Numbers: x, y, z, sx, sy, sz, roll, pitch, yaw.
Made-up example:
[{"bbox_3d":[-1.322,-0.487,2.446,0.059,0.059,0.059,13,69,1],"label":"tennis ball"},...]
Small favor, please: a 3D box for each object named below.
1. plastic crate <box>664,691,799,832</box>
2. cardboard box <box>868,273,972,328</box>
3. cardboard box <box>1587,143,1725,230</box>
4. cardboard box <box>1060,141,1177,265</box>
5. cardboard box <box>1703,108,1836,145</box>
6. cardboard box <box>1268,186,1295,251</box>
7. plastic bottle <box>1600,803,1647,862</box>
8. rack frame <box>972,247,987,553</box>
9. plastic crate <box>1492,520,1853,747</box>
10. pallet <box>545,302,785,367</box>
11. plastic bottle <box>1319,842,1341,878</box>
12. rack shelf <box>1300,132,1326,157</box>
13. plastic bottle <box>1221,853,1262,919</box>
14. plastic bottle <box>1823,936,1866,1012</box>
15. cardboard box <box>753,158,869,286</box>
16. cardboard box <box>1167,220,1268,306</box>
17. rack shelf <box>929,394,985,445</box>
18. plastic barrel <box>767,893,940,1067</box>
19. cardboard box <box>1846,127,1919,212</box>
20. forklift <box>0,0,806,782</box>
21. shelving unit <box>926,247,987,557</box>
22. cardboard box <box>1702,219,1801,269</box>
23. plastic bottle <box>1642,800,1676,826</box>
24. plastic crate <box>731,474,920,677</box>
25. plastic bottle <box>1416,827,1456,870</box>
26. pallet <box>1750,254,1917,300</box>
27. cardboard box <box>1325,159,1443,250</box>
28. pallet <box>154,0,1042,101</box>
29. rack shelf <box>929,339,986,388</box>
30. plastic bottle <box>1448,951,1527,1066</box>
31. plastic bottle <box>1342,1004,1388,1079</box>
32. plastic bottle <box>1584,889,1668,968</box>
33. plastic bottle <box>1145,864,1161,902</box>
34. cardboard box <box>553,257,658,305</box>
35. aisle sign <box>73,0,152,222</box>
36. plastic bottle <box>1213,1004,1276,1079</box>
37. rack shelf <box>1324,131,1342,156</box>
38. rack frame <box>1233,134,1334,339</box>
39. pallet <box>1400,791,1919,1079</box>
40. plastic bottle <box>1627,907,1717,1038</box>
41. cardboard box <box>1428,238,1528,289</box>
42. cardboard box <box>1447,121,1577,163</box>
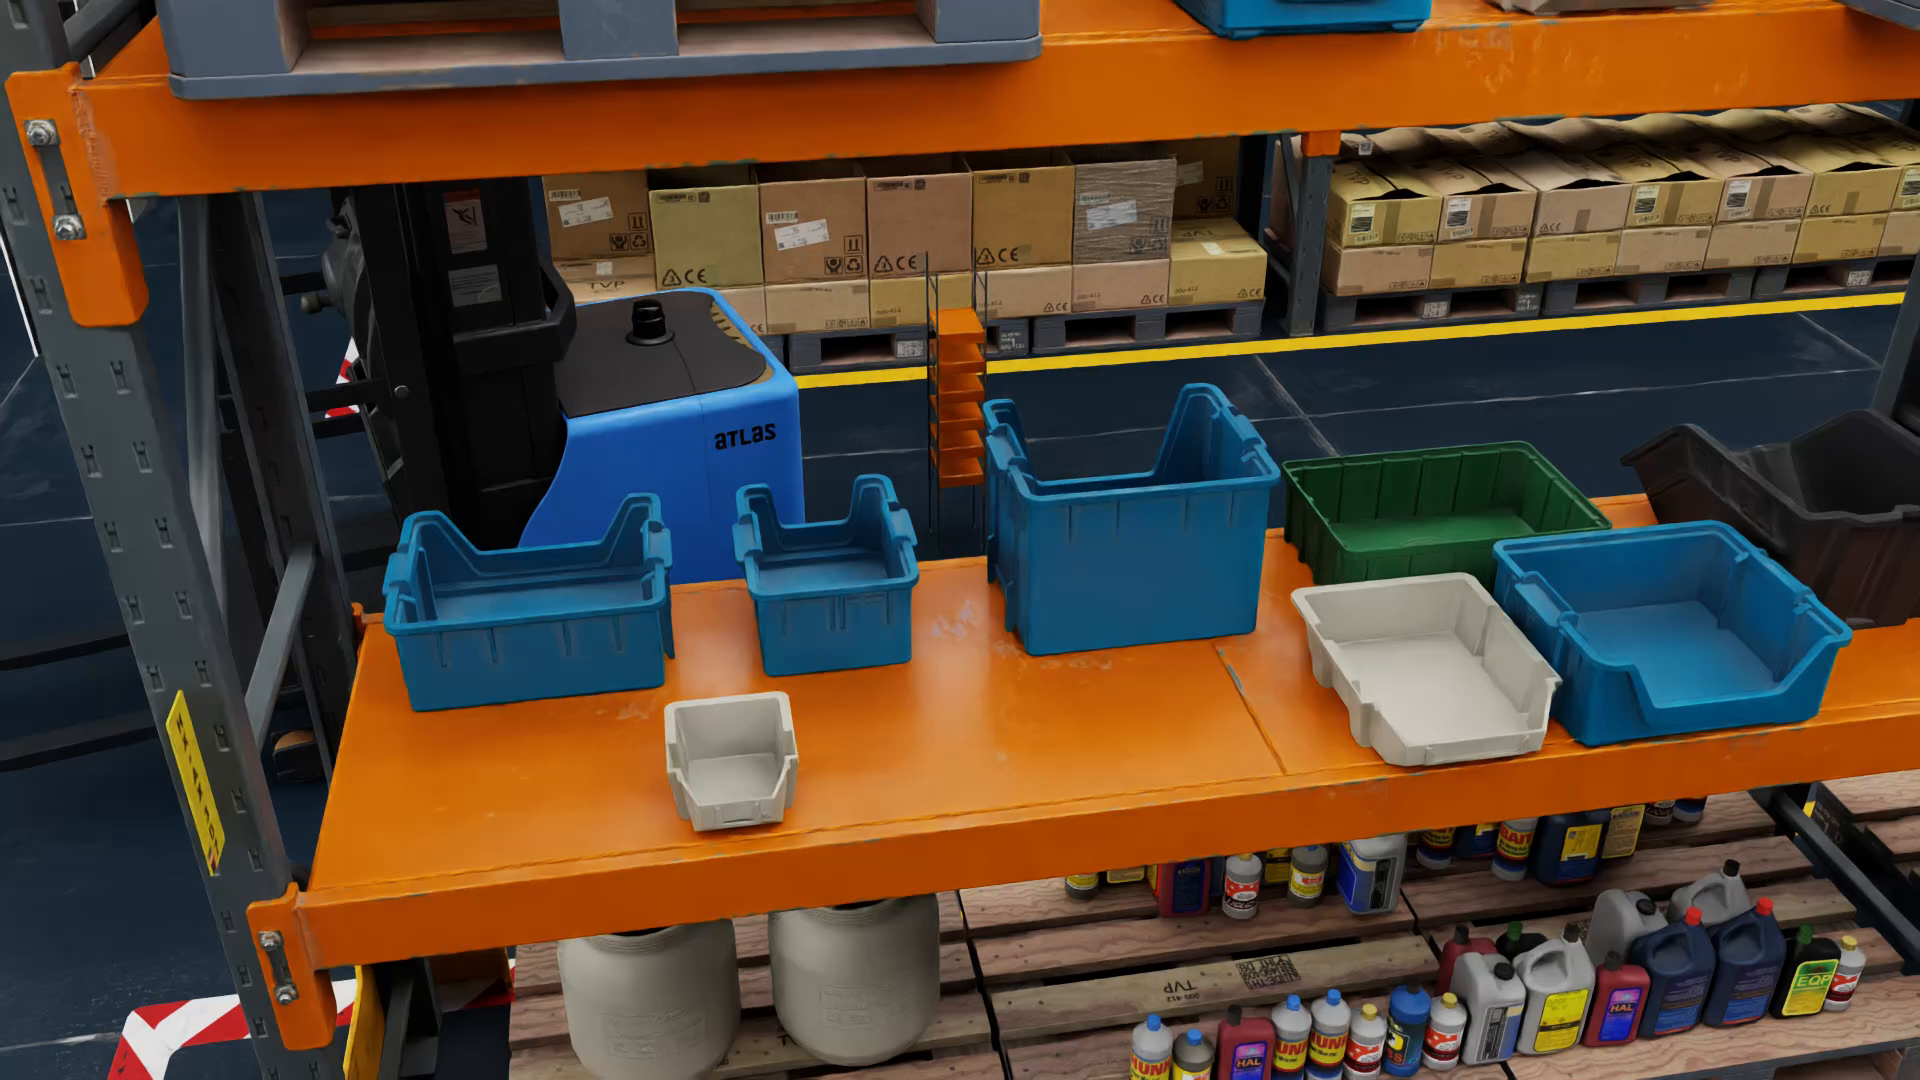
[{"bbox_3d":[-0.448,0.451,3.285,0.250,0.136,0.298,-5,31,-9],"label":"plastic crate"},{"bbox_3d":[-0.232,-1.282,8.269,0.500,0.250,0.500,-5,31,-9],"label":"cardboard box"},{"bbox_3d":[3.623,-1.869,8.714,0.500,0.311,0.500,-4,31,-8],"label":"cardboard box"},{"bbox_3d":[0.749,-1.705,8.249,0.500,0.500,0.500,-5,31,-9],"label":"cardboard box"},{"bbox_3d":[4.511,-2.226,9.322,0.500,0.311,0.500,-6,31,-10],"label":"cardboard box"},{"bbox_3d":[2.015,-1.755,9.074,0.500,0.250,0.500,-6,31,-9],"label":"cardboard box"},{"bbox_3d":[1.862,0.781,4.708,0.133,0.283,0.061,-5,31,-9],"label":"plastic bottle"},{"bbox_3d":[0.076,-0.524,6.458,0.006,1.200,0.240,-5,31,-9],"label":"rack frame"},{"bbox_3d":[1.508,0.193,3.608,0.616,0.251,0.499,-5,31,-9],"label":"plastic crate"},{"bbox_3d":[-1.530,-1.101,8.413,1.213,0.211,1.003,-5,31,-9],"label":"pallet"},{"bbox_3d":[1.075,0.768,4.664,0.185,0.351,0.144,-6,31,-9],"label":"plastic bottle"},{"bbox_3d":[-0.308,-2.084,8.045,4.000,0.370,1.077,-5,31,-9],"label":"rack shelf"},{"bbox_3d":[0.771,0.927,4.541,0.097,0.201,0.097,0,30,0],"label":"plastic bottle"},{"bbox_3d":[2.247,1.098,4.250,0.097,0.201,0.097,0,30,0],"label":"plastic bottle"},{"bbox_3d":[-0.727,-1.568,8.015,0.500,0.500,0.500,-5,31,-9],"label":"cardboard box"},{"bbox_3d":[1.243,-1.421,8.507,0.500,0.250,0.500,-5,31,-9],"label":"cardboard box"},{"bbox_3d":[-0.014,-0.478,6.466,0.180,0.103,0.258,-5,31,-9],"label":"rack shelf"},{"bbox_3d":[-0.260,1.006,4.121,0.421,0.512,0.421,0,30,0],"label":"plastic barrel"},{"bbox_3d":[5.123,-2.009,8.953,0.500,0.311,0.500,-5,31,-8],"label":"cardboard box"},{"bbox_3d":[-2.091,-0.782,5.188,3.031,2.935,1.130,-13,33,-21],"label":"forklift"},{"bbox_3d":[-0.014,-0.516,6.444,0.189,1.200,0.258,-5,31,-9],"label":"shelving unit"},{"bbox_3d":[4.119,-1.675,8.938,0.500,0.250,0.500,-5,31,-8],"label":"cardboard box"},{"bbox_3d":[2.056,0.729,4.877,0.097,0.201,0.097,0,30,0],"label":"plastic bottle"},{"bbox_3d":[-0.308,0.071,3.817,0.408,0.251,0.499,-5,31,-9],"label":"plastic crate"},{"bbox_3d":[1.356,0.796,4.695,0.097,0.271,0.097,0,30,0],"label":"plastic bottle"},{"bbox_3d":[4.777,-1.684,9.406,1.213,0.211,1.003,-5,31,-9],"label":"pallet"},{"bbox_3d":[2.111,-1.728,8.475,0.500,0.311,0.500,-5,31,-9],"label":"cardboard box"},{"bbox_3d":[-0.555,-0.980,2.685,1.213,0.211,1.003,-5,31,-9],"label":"pallet"},{"bbox_3d":[-0.014,-0.684,6.344,0.180,0.103,0.258,-5,31,-9],"label":"rack shelf"},{"bbox_3d":[1.299,1.140,4.105,0.135,0.276,0.152,-5,31,-8],"label":"plastic bottle"},{"bbox_3d":[0.986,1.215,4.051,0.097,0.201,0.097,0,30,0],"label":"plastic bottle"},{"bbox_3d":[1.726,1.026,4.299,0.135,0.276,0.152,-5,31,-9],"label":"plastic bottle"},{"bbox_3d":[0.594,0.847,4.603,0.135,0.276,0.152,-5,31,-9],"label":"plastic bottle"},{"bbox_3d":[-1.708,-1.146,8.037,0.500,0.250,0.500,-5,31,-9],"label":"cardboard box"},{"bbox_3d":[-1.511,-1.004,2.933,0.004,0.787,0.394,-5,31,-9],"label":"aisle sign"},{"bbox_3d":[0.679,1.218,3.966,0.133,0.283,0.061,-5,31,-8],"label":"plastic bottle"},{"bbox_3d":[3.627,-2.450,8.666,4.000,0.370,1.077,-5,31,-9],"label":"rack shelf"},{"bbox_3d":[1.660,-2.577,8.173,0.127,3.000,1.000,-5,31,-9],"label":"rack frame"},{"bbox_3d":[1.880,1.136,4.611,1.213,0.211,1.003,-5,31,-9],"label":"pallet"},{"bbox_3d":[1.778,1.065,4.158,0.185,0.351,0.144,-7,31,-11],"label":"plastic bottle"},{"bbox_3d":[2.604,-1.532,8.695,0.500,0.250,0.500,-5,31,-8],"label":"cardboard box"},{"bbox_3d":[3.008,-2.089,9.089,0.500,0.311,0.500,-5,31,-9],"label":"cardboard box"}]
